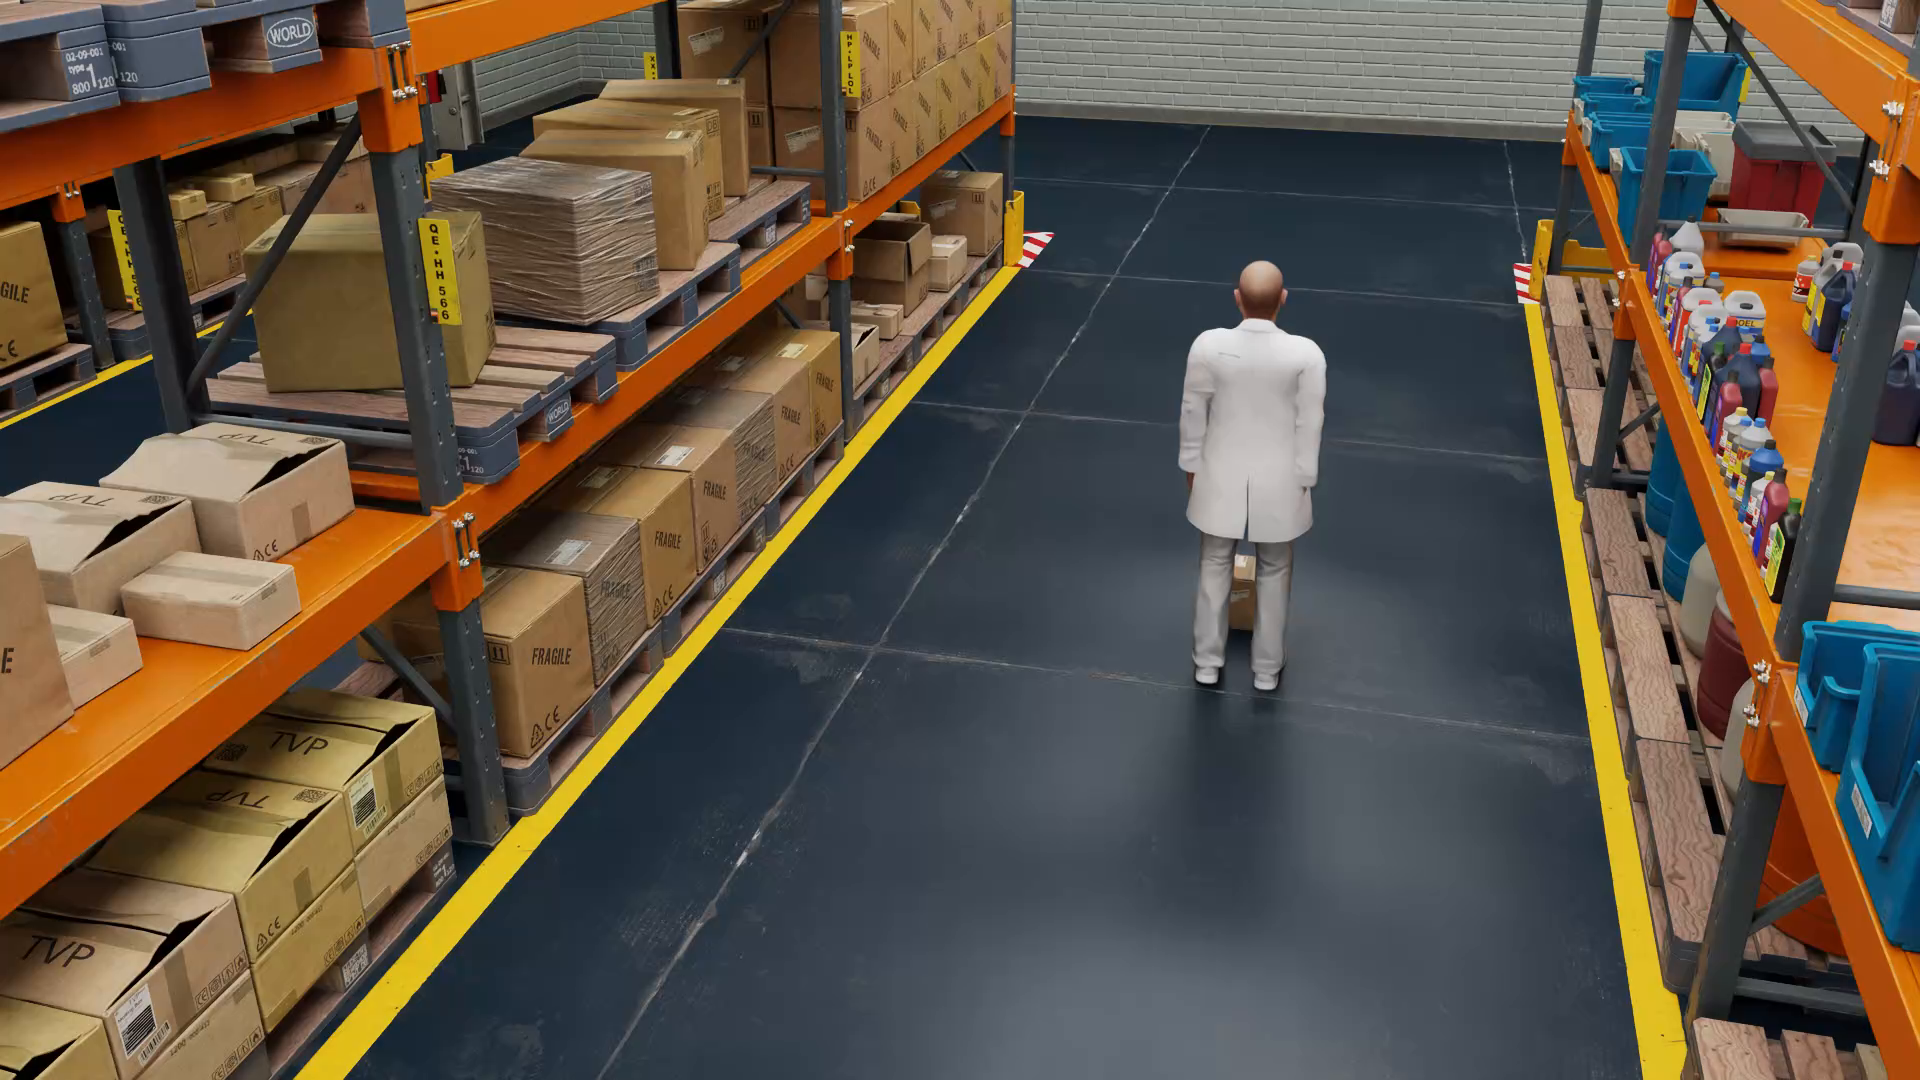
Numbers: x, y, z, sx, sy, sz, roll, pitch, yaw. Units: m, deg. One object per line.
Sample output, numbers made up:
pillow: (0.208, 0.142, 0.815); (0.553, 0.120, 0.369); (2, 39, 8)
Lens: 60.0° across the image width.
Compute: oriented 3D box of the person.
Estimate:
person: (1.156, -0.260, 6.691); (0.562, 1.774, 0.391); (7, 26, 14)
